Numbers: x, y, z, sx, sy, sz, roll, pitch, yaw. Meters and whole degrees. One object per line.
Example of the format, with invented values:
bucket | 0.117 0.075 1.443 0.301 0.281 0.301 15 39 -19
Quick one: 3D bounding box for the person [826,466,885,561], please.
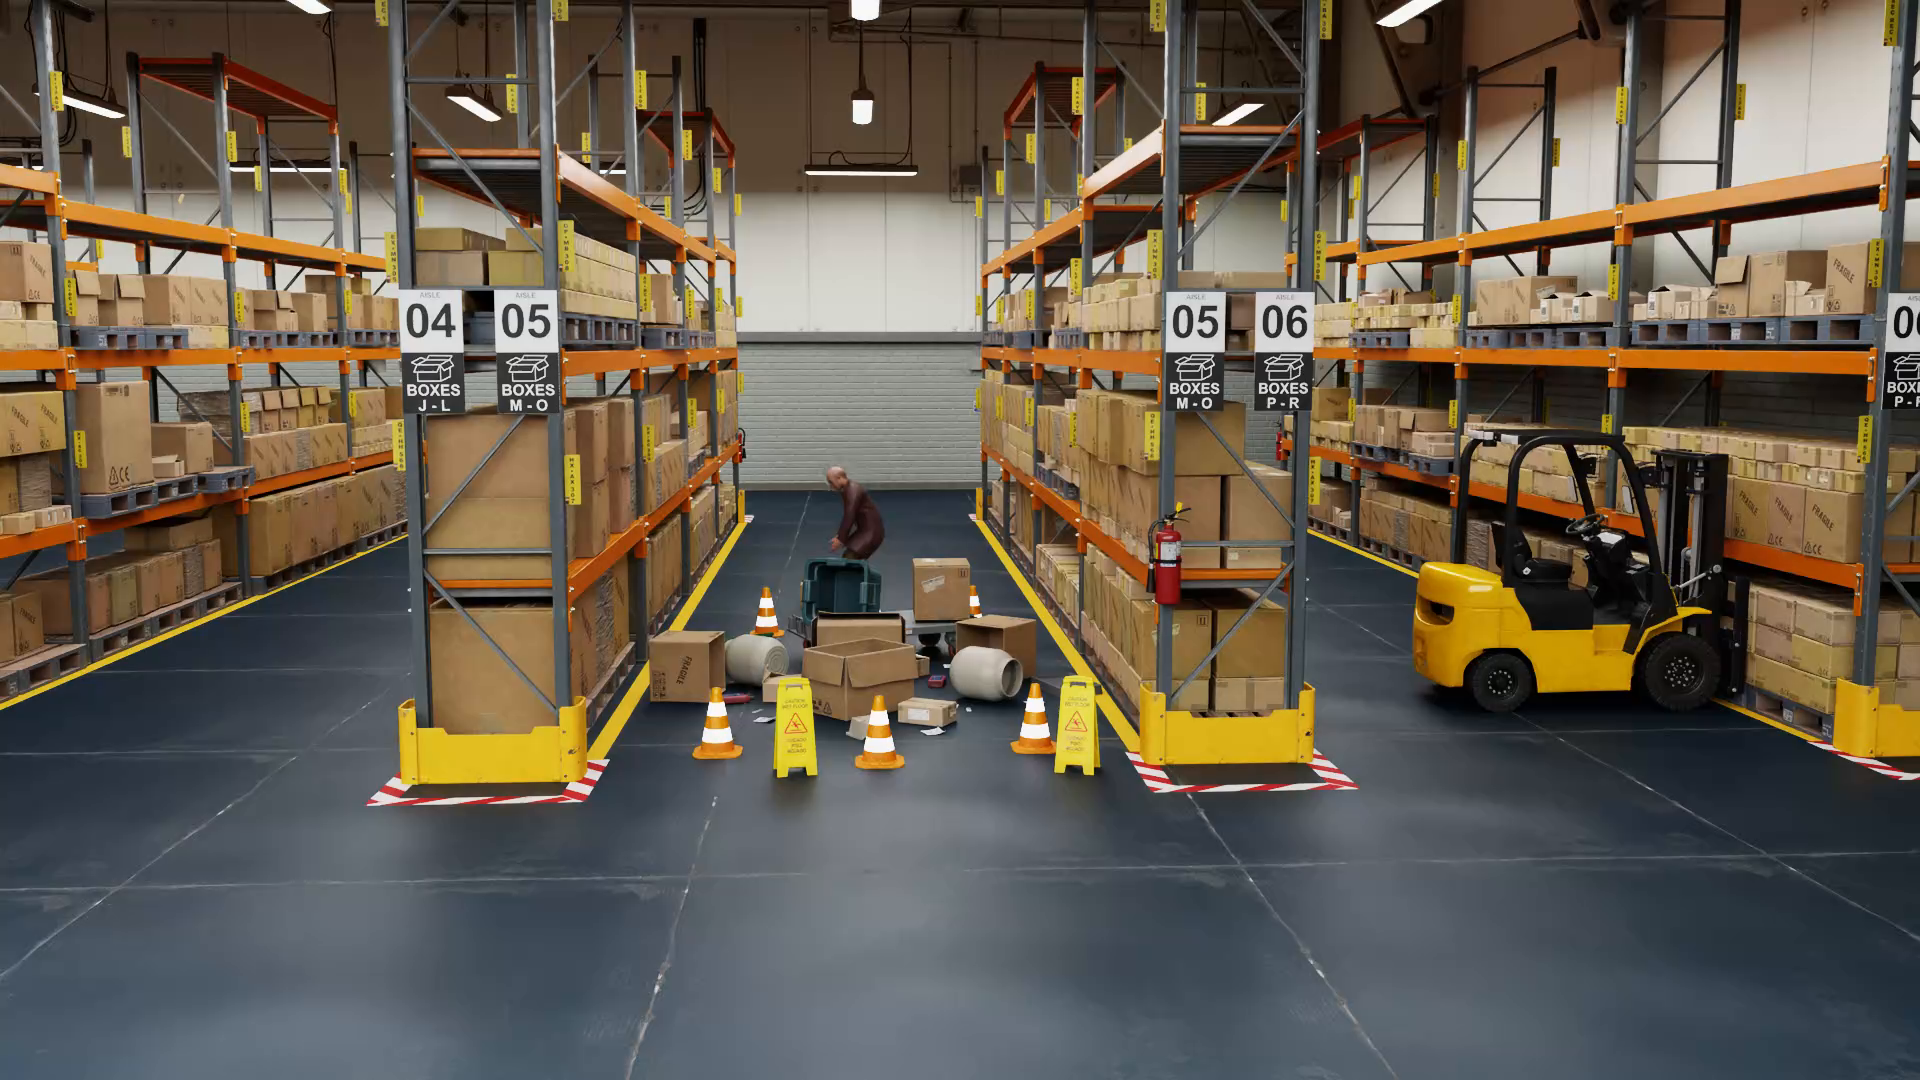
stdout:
person | -1.137 -0.034 18.198 0.636 1.526 0.627 0 7 -3
